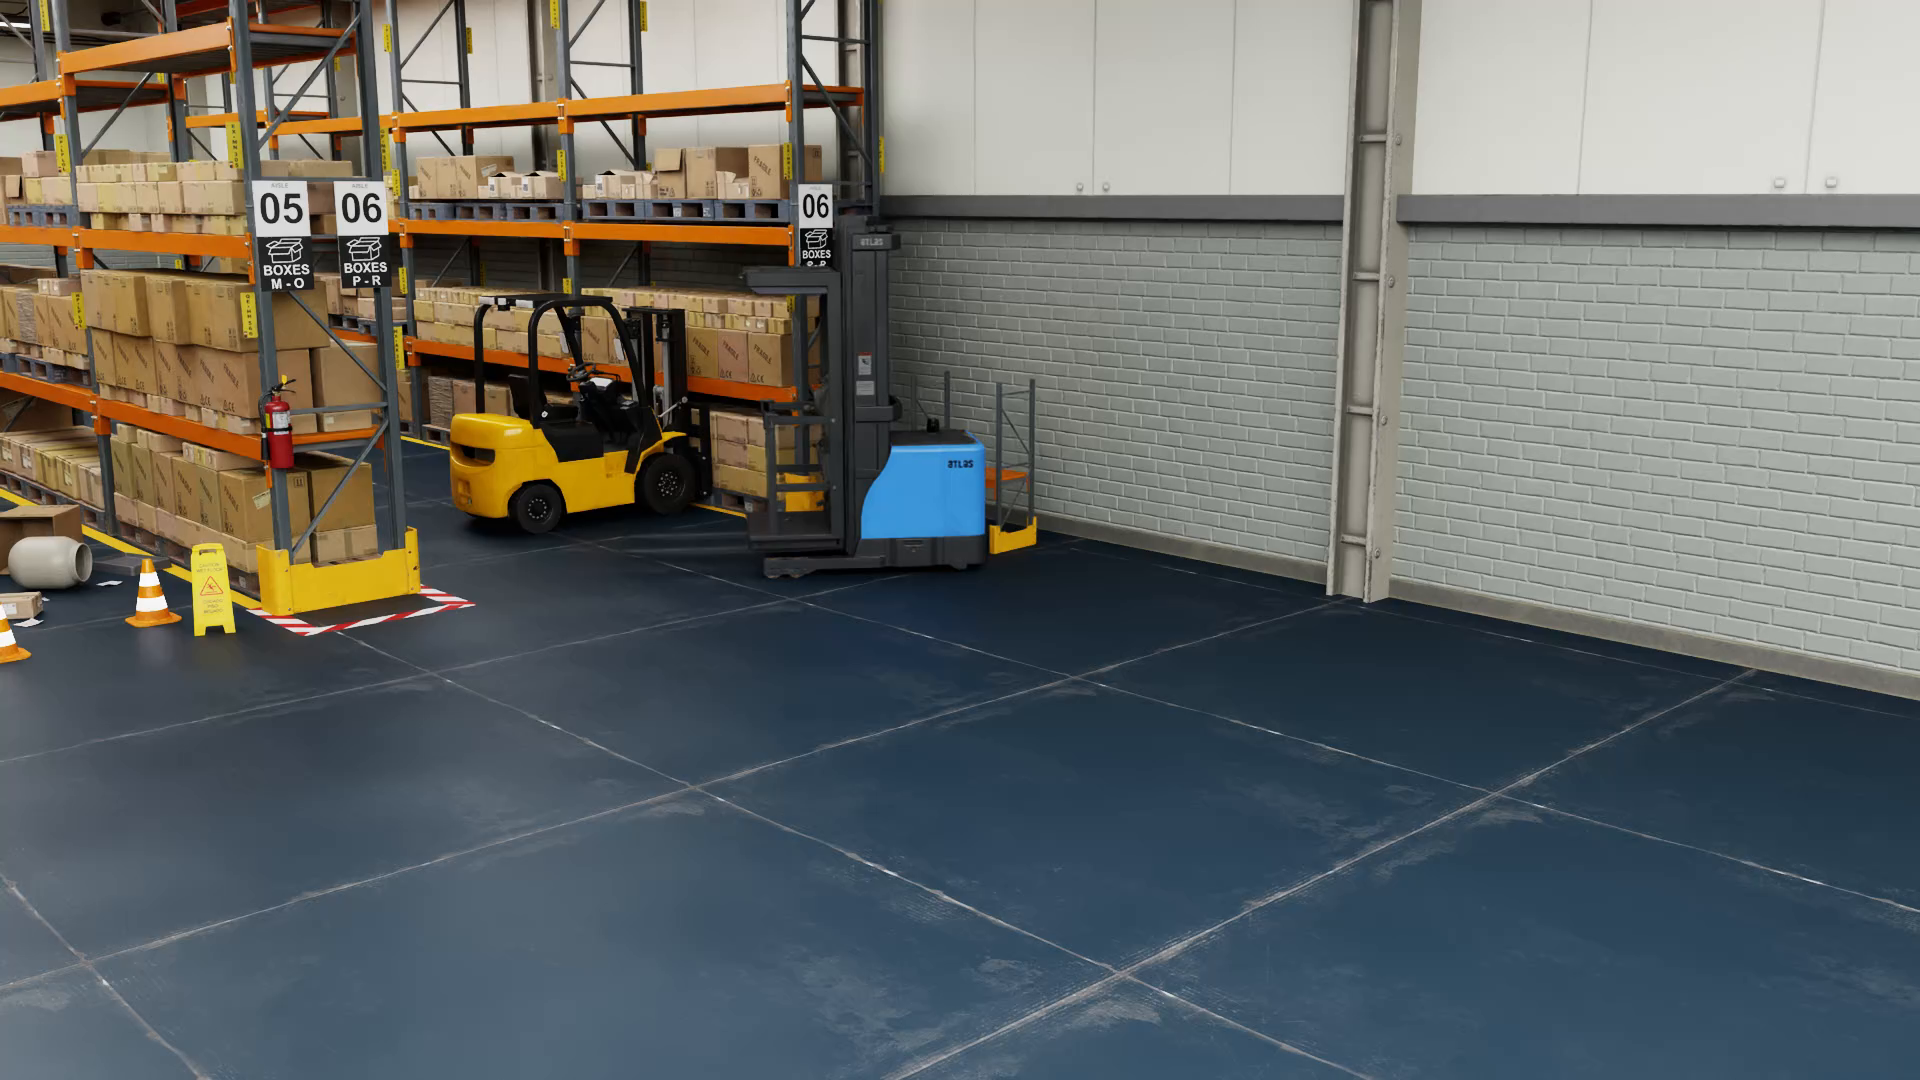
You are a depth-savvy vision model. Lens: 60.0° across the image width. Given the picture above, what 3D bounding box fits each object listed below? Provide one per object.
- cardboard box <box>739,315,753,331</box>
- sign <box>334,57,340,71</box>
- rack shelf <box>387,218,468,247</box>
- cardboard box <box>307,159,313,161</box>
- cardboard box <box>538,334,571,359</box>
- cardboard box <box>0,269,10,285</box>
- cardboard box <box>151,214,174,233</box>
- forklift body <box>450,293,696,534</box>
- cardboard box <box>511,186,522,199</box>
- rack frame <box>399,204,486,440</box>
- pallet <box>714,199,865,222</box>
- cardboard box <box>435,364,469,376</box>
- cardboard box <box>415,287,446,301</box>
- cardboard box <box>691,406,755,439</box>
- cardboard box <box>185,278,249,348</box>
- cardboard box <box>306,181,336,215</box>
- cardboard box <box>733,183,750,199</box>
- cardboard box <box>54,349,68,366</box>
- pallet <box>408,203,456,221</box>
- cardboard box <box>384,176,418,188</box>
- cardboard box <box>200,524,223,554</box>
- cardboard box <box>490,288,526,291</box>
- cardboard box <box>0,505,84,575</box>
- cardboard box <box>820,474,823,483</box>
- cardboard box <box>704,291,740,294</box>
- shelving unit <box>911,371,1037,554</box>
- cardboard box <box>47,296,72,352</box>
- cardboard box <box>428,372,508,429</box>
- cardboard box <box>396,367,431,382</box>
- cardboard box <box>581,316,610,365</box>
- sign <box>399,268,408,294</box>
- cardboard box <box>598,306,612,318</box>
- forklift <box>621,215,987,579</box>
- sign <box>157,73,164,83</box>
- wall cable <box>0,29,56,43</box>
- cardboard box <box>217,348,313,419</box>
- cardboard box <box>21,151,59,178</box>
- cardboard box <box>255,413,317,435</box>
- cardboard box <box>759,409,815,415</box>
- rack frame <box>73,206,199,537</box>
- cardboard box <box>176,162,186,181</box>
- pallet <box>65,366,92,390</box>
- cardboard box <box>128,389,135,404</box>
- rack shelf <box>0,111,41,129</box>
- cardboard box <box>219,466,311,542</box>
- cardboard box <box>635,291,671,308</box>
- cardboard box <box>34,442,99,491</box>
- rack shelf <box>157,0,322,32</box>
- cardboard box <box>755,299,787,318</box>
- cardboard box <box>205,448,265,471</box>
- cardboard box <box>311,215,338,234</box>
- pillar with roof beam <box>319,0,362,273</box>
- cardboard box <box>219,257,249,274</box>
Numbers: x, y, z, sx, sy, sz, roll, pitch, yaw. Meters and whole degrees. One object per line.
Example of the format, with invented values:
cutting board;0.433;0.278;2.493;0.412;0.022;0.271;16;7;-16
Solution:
cardboard box;-1.947;-2.139;16.342;0.380;0.149;0.250;-11;16;-42
sign;-9.061;-6.984;24.140;0.100;0.325;0.005;-11;16;-43
rack shelf;-8.077;-4.257;22.829;1.077;0.370;4.000;-11;16;-43
cardboard box;-9.198;-5.347;23.904;0.396;0.266;0.258;-11;16;-43
cardboard box;-4.471;-2.228;19.004;0.500;0.250;0.500;-10;16;-41
cardboard box;-10.830;-2.734;18.361;0.500;0.500;0.500;11;16;44
cardboard box;-6.301;-2.566;13.460;0.380;0.149;0.250;-11;16;-43
forklift body;-3.801;-1.288;16.171;2.313;2.155;1.214;-11;16;-43
cardboard box;-4.913;-3.984;19.053;0.380;0.149;0.250;-11;16;-43
rack frame;-6.696;-2.849;21.643;1.000;3.000;0.127;-11;16;-43
pallet;-1.641;-3.214;16.200;1.003;0.211;1.213;-11;16;-43
cardboard box;-6.831;-2.267;22.367;0.380;0.149;0.250;-10;15;-40
cardboard box;-6.689;-3.128;21.142;0.380;0.149;0.250;-10;15;-41
cardboard box;-2.428;-1.199;16.933;0.500;0.250;0.500;-11;16;-42
cardboard box;-5.614;-1.792;13.052;0.700;0.500;0.500;-11;16;-42
cardboard box;-4.914;-2.641;12.834;0.500;0.250;0.500;-11;16;-44
cardboard box;-1.963;-3.360;16.027;0.250;0.149;0.380;11;16;44
cardboard box;-8.450;-1.765;15.967;0.380;0.149;0.250;-11;16;-43
pallet;-6.163;-4.139;20.939;1.213;0.211;1.003;-10;15;-40
cardboard box;-7.148;-4.594;21.328;0.380;0.149;0.250;-10;15;-41
cardboard box;-5.864;-0.005;13.614;0.500;0.250;0.500;-11;16;-42
cardboard box;-5.709;-3.101;21.012;0.380;0.149;0.250;-11;16;-44
cardboard box;-7.766;-0.003;14.022;0.500;0.500;0.500;-1;12;-4
cardboard box;-1.369;-0.639;16.691;0.500;0.250;0.500;-11;16;-42
cardboard box;-2.482;-2.540;17.552;0.380;0.149;0.250;-10;15;-41
shelving unit;0.103;-0.727;15.064;1.083;1.500;0.587;10;15;40
cardboard box;-8.350;-2.081;15.889;0.500;0.500;0.500;-11;16;-42
cardboard box;-6.275;-1.798;21.389;0.875;0.625;0.625;-10;15;-41
cardboard box;-7.220;-2.184;21.966;0.250;0.149;0.380;11;16;42
cardboard box;-3.816;-2.213;18.308;0.500;0.500;0.500;11;16;44
sign;-7.082;-3.300;21.160;0.100;0.325;0.005;-11;16;-43
cardboard box;-3.724;-2.511;18.147;0.380;0.149;0.250;-10;16;-41
forklift;-1.336;-1.231;13.961;3.031;2.935;1.130;-2;12;-8
sign;-12.613;-7.375;26.235;0.100;0.325;0.005;-11;16;-43
wall cable;-17.354;-7.559;29.544;2.988;3.039;0.133;-11;16;-43
cardboard box;-5.333;-1.224;12.774;0.500;0.500;0.500;-11;16;-44
cardboard box;-8.734;-3.631;16.101;0.500;0.250;0.500;-11;16;-42
cardboard box;-5.172;-0.890;12.761;0.380;0.149;0.250;-10;15;-41
cardboard box;-1.714;-1.199;16.930;0.500;0.250;0.500;-11;16;-42
rack frame;-7.521;-1.573;15.449;1.000;3.000;0.127;-11;16;-43
cardboard box;-6.009;-2.934;13.271;0.250;0.149;0.380;11;16;44
pallet;-7.944;-1.610;16.108;1.003;0.211;1.213;-11;16;-43
cardboard box;-7.118;-1.295;14.723;0.380;0.149;0.250;-11;16;-43
rack shelf;-11.665;-4.838;19.207;1.077;0.370;4.000;-11;16;-43
cardboard box;-5.501;-0.296;13.166;0.500;0.500;0.500;-11;16;-42
cardboard box;-3.198;-2.542;17.561;0.380;0.149;0.250;-11;16;-43
cardboard box;-8.866;-0.773;17.040;0.950;0.372;0.625;-10;15;-41
rack shelf;-10.840;-7.938;25.025;1.077;0.370;4.000;-11;16;-43
cardboard box;-1.764;-2.248;16.135;0.380;0.149;0.250;-11;16;-42
cardboard box;-5.803;-0.658;13.315;0.380;0.149;0.250;-10;15;-41
cardboard box;-4.753;-2.429;12.793;0.380;0.149;0.250;-11;16;-42
pillar with roof beam;-12.401;-5.998;22.062;9.100;9.000;0.400;-11;16;-43
cardboard box;-11.066;-4.133;25.653;0.500;0.500;0.500;-10;16;-41
